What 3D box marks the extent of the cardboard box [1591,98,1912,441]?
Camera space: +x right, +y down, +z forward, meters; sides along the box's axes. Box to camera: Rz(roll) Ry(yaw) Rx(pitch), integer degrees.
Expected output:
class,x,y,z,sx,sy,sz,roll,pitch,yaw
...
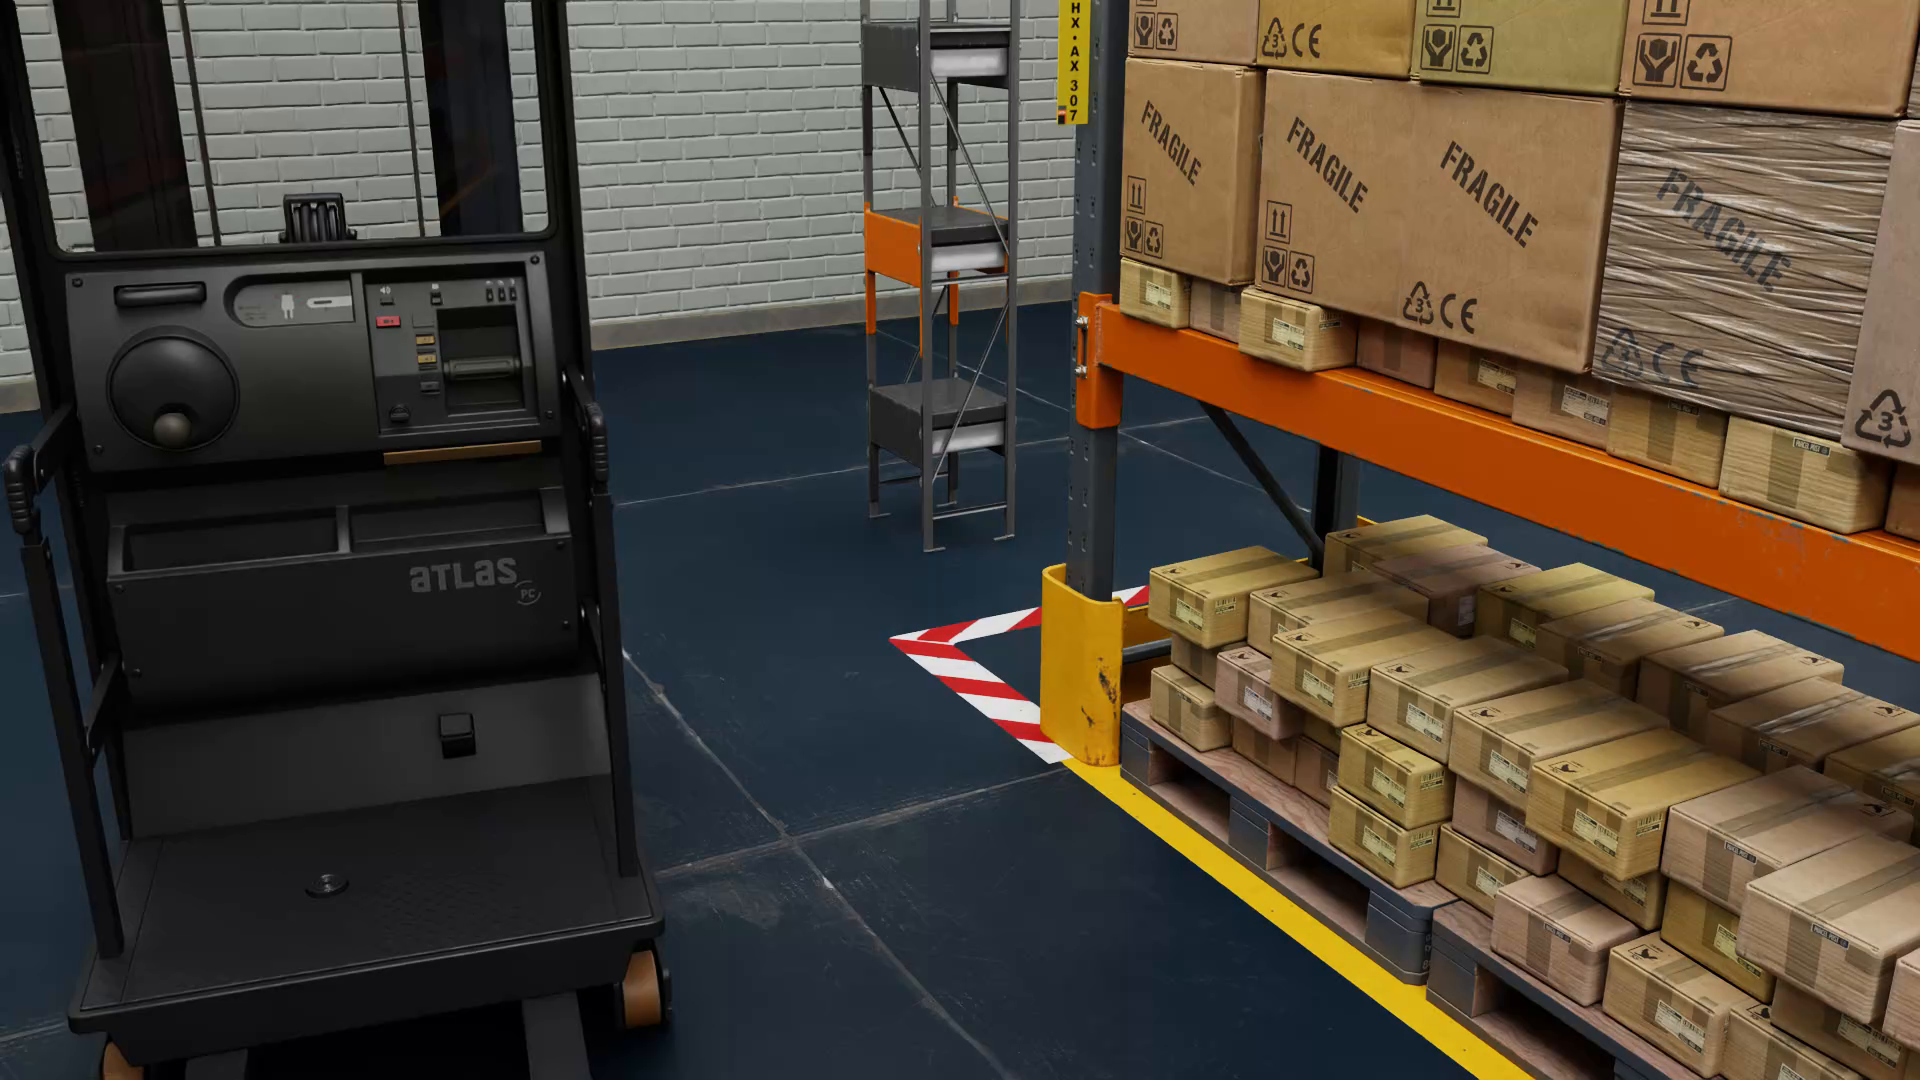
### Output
class,x,y,z,sx,sy,sz,roll,pitch,yaw
cardboard box,1.492,-0.501,2.877,0.500,0.500,0.500,-11,22,-28

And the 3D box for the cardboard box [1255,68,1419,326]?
class,x,y,z,sx,sy,sz,roll,pitch,yaw
cardboard box,1.023,-0.789,3.711,0.500,0.500,0.500,-10,21,-27

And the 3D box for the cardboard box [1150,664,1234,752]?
class,x,y,z,sx,sy,sz,roll,pitch,yaw
cardboard box,0.743,0.426,4.524,0.380,0.149,0.250,-10,21,-26

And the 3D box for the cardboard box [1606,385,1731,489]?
class,x,y,z,sx,sy,sz,roll,pitch,yaw
cardboard box,1.427,-0.220,3.057,0.380,0.149,0.250,-9,21,-25

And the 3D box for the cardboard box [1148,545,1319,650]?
class,x,y,z,sx,sy,sz,roll,pitch,yaw
cardboard box,0.726,0.148,4.418,0.380,0.149,0.250,-11,22,-29

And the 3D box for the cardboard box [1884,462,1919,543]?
class,x,y,z,sx,sy,sz,roll,pitch,yaw
cardboard box,1.711,-0.077,2.642,0.380,0.149,0.250,-10,22,-27

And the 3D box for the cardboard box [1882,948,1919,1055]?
class,x,y,z,sx,sy,sz,roll,pitch,yaw
cardboard box,1.732,0.744,2.692,0.380,0.149,0.250,-11,22,-29

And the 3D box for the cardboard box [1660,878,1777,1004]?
class,x,y,z,sx,sy,sz,roll,pitch,yaw
cardboard box,1.594,0.722,3.211,0.380,0.149,0.250,-9,21,-24

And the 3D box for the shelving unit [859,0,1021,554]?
class,x,y,z,sx,sy,sz,roll,pitch,yaw
shelving unit,-0.079,-1.040,6.427,0.431,2.100,0.503,-10,21,-27

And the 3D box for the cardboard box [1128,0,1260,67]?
class,x,y,z,sx,sy,sz,roll,pitch,yaw
cardboard box,0.756,-1.413,3.987,0.500,0.500,0.500,-10,21,-27

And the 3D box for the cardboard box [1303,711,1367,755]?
class,x,y,z,sx,sy,sz,roll,pitch,yaw
cardboard box,1.073,0.420,4.087,0.380,0.149,0.250,-10,21,-26

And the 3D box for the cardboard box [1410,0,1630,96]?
class,x,y,z,sx,sy,sz,roll,pitch,yaw
cardboard box,1.228,-1.117,3.127,0.500,0.500,0.500,-11,22,-28

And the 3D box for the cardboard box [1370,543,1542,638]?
class,x,y,z,sx,sy,sz,roll,pitch,yaw
cardboard box,1.319,0.139,4.445,0.380,0.149,0.250,-10,21,-26

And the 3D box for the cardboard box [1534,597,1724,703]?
class,x,y,z,sx,sy,sz,roll,pitch,yaw
cardboard box,1.621,0.278,4.043,0.380,0.149,0.250,-11,22,-29

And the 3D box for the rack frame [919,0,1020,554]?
class,x,y,z,sx,sy,sz,roll,pitch,yaw
rack frame,0.037,-0.970,6.224,0.400,2.100,0.015,-10,21,-27

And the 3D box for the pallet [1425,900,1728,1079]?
class,x,y,z,sx,sy,sz,roll,pitch,yaw
pallet,1.742,1.006,3.394,1.003,0.211,1.213,-10,21,-27

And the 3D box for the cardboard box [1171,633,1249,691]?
class,x,y,z,sx,sy,sz,roll,pitch,yaw
cardboard box,0.799,0.276,4.504,0.380,0.149,0.250,-9,21,-24

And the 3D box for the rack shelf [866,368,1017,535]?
class,x,y,z,sx,sy,sz,roll,pitch,yaw
rack shelf,-0.079,-0.365,6.659,0.431,0.518,0.480,-10,21,-27

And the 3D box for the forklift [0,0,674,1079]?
class,x,y,z,sx,sy,sz,roll,pitch,yaw
forklift,-1.252,-0.380,3.239,1.130,2.935,3.031,-6,20,-17

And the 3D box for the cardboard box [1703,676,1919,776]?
class,x,y,z,sx,sy,sz,roll,pitch,yaw
cardboard box,1.825,0.439,3.576,0.380,0.149,0.250,-11,22,-28

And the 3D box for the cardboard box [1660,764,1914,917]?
class,x,y,z,sx,sy,sz,roll,pitch,yaw
cardboard box,1.572,0.580,3.166,0.380,0.149,0.250,-10,21,-27

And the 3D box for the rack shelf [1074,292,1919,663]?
class,x,y,z,sx,sy,sz,roll,pitch,yaw
rack shelf,1.726,-0.009,3.161,1.077,0.370,4.000,-10,21,-27

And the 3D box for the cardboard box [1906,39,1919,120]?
class,x,y,z,sx,sy,sz,roll,pitch,yaw
cardboard box,1.734,-0.825,2.281,0.500,0.500,0.500,-9,21,-25

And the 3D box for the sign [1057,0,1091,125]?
class,x,y,z,sx,sy,sz,roll,pitch,yaw
sign,0.299,-1.248,4.322,0.100,0.325,0.005,-10,21,-27

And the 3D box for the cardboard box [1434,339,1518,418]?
class,x,y,z,sx,sy,sz,roll,pitch,yaw
cardboard box,1.230,-0.373,3.500,0.380,0.149,0.250,-10,22,-27

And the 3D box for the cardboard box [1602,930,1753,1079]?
class,x,y,z,sx,sy,sz,roll,pitch,yaw
cardboard box,1.489,0.868,3.243,0.380,0.149,0.250,-10,21,-27

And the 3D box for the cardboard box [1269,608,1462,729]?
class,x,y,z,sx,sy,sz,roll,pitch,yaw
cardboard box,0.970,0.301,3.976,0.380,0.149,0.250,-10,21,-27

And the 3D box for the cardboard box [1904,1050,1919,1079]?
class,x,y,z,sx,sy,sz,roll,pitch,yaw
cardboard box,1.793,0.885,2.737,0.380,0.149,0.250,-9,21,-25

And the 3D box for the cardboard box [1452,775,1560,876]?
class,x,y,z,sx,sy,sz,roll,pitch,yaw
cardboard box,1.309,0.572,3.647,0.380,0.149,0.250,-11,22,-29

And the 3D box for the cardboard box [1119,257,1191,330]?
class,x,y,z,sx,sy,sz,roll,pitch,yaw
cardboard box,0.641,-0.660,4.332,0.380,0.149,0.250,-10,21,-27

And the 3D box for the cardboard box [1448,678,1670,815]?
class,x,y,z,sx,sy,sz,roll,pitch,yaw
cardboard box,1.284,0.440,3.572,0.380,0.149,0.250,-9,21,-25

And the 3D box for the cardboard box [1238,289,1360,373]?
class,x,y,z,sx,sy,sz,roll,pitch,yaw
cardboard box,0.879,-0.508,3.891,0.380,0.149,0.250,-11,22,-28

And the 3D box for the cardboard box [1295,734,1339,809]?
class,x,y,z,sx,sy,sz,roll,pitch,yaw
cardboard box,1.063,0.559,4.140,0.380,0.149,0.250,-10,21,-26

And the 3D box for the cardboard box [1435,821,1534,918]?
class,x,y,z,sx,sy,sz,roll,pitch,yaw
cardboard box,1.293,0.708,3.709,0.380,0.149,0.250,-10,21,-27
